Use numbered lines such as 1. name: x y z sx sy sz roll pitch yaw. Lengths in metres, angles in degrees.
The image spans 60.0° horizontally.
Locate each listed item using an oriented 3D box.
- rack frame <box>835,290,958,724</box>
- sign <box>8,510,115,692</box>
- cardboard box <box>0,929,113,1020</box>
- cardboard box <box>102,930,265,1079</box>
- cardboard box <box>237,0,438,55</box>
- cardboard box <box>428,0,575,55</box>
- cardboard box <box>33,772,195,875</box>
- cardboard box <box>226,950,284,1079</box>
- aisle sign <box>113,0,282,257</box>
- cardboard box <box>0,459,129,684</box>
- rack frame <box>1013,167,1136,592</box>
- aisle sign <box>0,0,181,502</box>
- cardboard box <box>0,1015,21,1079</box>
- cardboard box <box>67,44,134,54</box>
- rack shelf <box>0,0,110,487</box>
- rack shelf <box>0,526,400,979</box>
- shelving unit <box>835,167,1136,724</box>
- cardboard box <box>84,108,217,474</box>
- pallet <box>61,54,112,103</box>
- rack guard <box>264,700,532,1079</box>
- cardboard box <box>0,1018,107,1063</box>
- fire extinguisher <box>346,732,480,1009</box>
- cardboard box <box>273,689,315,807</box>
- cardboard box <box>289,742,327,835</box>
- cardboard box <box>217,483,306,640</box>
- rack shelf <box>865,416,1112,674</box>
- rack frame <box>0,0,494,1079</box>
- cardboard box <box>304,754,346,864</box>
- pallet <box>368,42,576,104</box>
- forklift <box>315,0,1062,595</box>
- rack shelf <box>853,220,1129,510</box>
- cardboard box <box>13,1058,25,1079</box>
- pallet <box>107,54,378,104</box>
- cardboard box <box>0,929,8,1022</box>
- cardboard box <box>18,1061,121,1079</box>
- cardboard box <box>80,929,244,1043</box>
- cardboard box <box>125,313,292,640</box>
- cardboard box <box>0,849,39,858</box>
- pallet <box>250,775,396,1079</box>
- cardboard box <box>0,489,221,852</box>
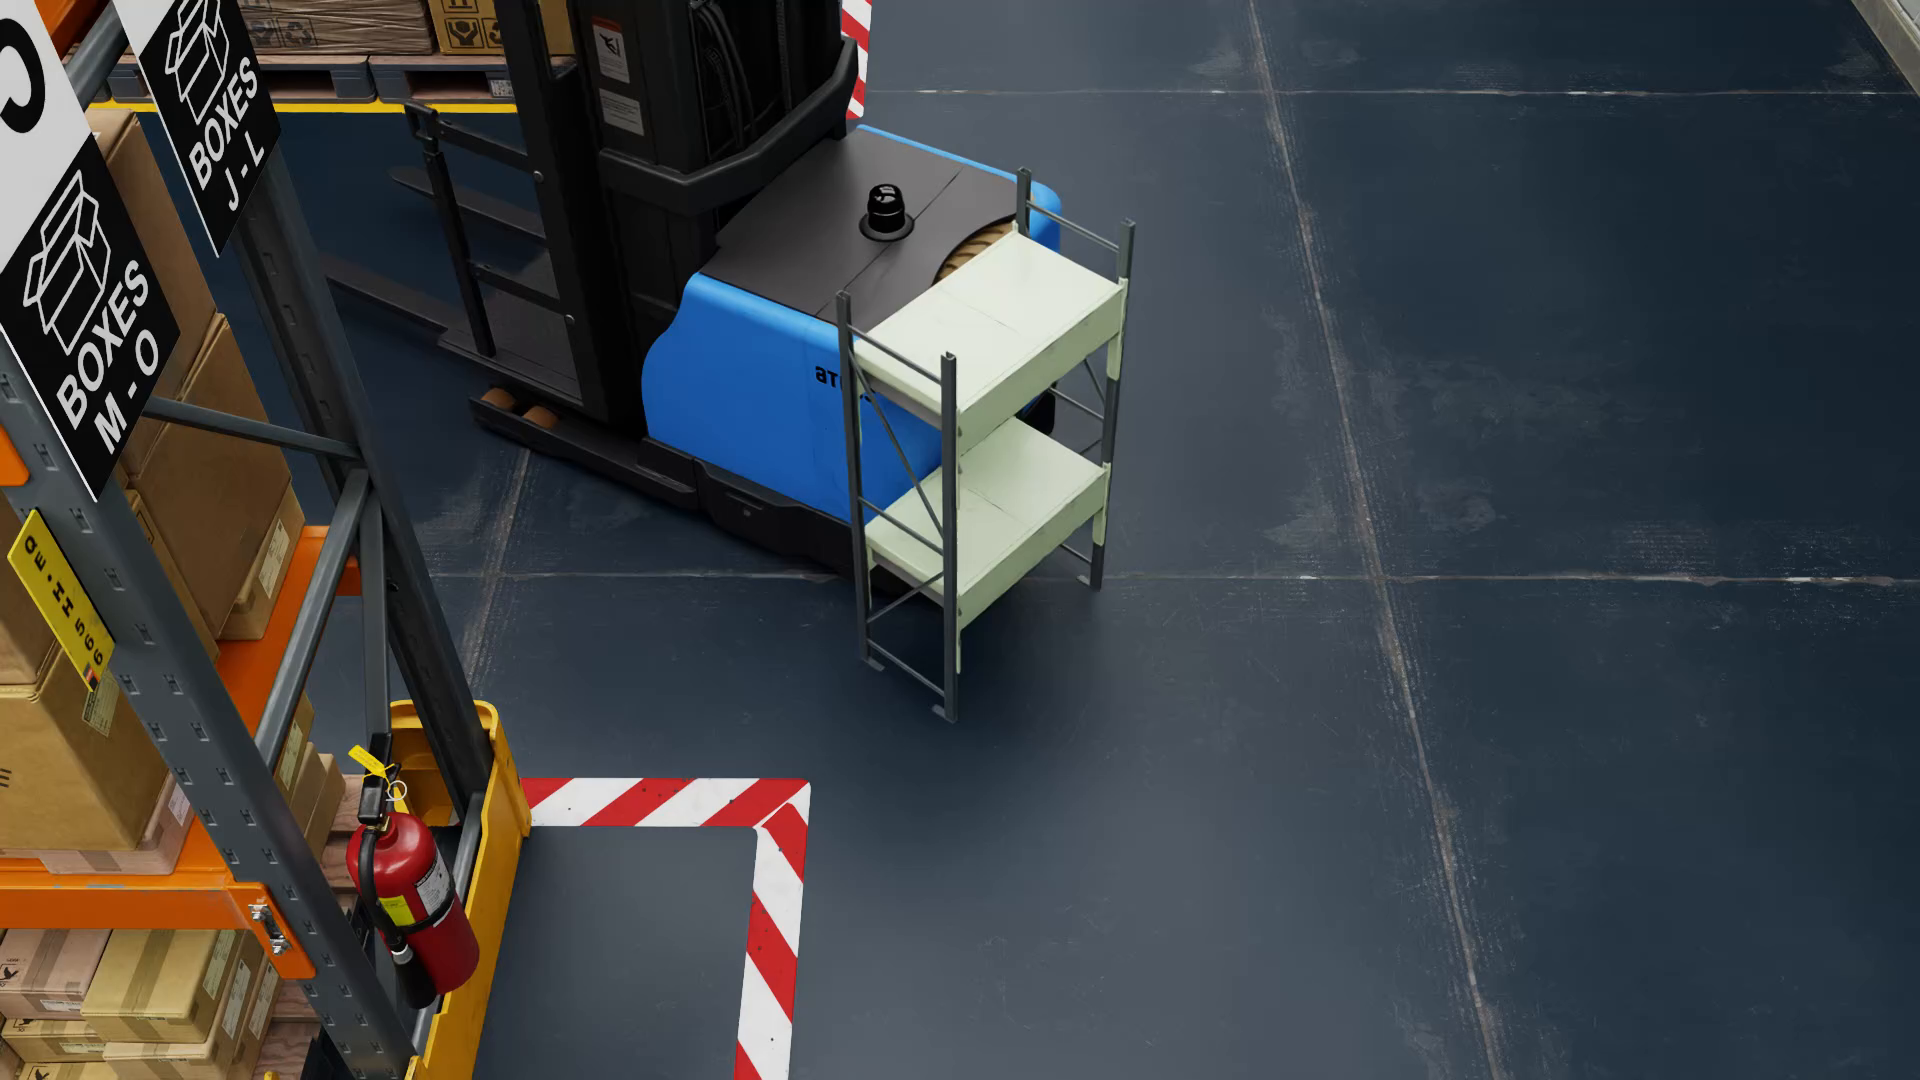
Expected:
1. rack frame: -0.165 -0.035 4.758 0.400 1.500 0.023 33 55 27
2. sign: -1.401 0.100 2.601 0.005 0.325 0.100 0 47 0
3. cardboard box: -2.160 0.963 4.059 0.250 0.149 0.380 1 47 1
4. cardboard box: -1.908 1.130 4.106 0.250 0.149 0.380 -1 47 -1
5. cardboard box: -2.809 -2.799 7.471 0.875 0.875 0.875 0 47 0
6. cardboard box: -1.899 -2.797 7.469 0.875 0.875 0.875 0 47 0
7. cardboard box: -1.706 0.487 3.419 0.250 0.149 0.380 0 47 0
8. cardboard box: -1.906 1.175 4.268 0.250 0.149 0.380 1 47 1
9. aisle sign: -1.305 -0.909 2.771 0.004 0.787 0.394 0 47 0
10. cardboard box: -1.837 -0.100 2.839 0.500 0.500 0.500 -1 47 -1
11. rack frame: 0.318 -0.438 5.133 0.400 1.500 0.023 33 55 27
12. aisle sign: -1.307 -0.470 2.362 0.004 0.787 0.394 0 47 0
13. cardboard box: -2.427 1.130 4.107 0.250 0.149 0.380 -2 47 -1
14. cardboard box: -3.699 -2.802 7.473 0.875 0.875 0.875 0 47 0
15. rack shelf: -3.379 -0.587 2.689 4.000 0.370 1.077 0 47 0
16. rack shelf: -3.379 0.435 3.787 4.000 0.370 1.077 0 47 0
17. shelving unit: 0.076 -0.236 4.945 0.431 1.500 0.755 33 55 27
18. cardboard box: -1.827 -0.476 3.189 0.500 0.500 0.500 0 47 0
19. pallet: -4.499 -2.436 7.873 1.213 0.211 1.003 0 47 0
20. rack guard: -1.455 1.047 4.434 0.348 0.500 1.175 0 47 0
21. cardboard box: -2.169 1.090 4.144 0.250 0.149 0.380 -1 47 -1
22. fire extinguisher: -1.129 0.688 3.368 0.183 0.674 0.296 0 47 0
23. cardboard box: -1.901 0.571 4.423 0.250 0.149 0.380 -2 47 -2
24. cardboard box: -1.902 0.733 4.476 0.250 0.149 0.380 2 47 2
25. cardboard box: -1.701 0.041 3.835 0.250 0.149 0.380 0 47 0
26. rack shelf: 0.076 -0.014 5.184 0.431 0.370 0.720 33 55 27
27. rack frame: -1.379 0.196 3.519 0.127 3.000 1.000 0 47 0
28. cardboard box: -1.901 0.788 4.628 0.250 0.149 0.380 1 47 1
29. pallet: -2.059 -2.429 7.867 1.213 0.211 1.003 0 47 0
30. forklift: -1.192 -1.629 5.264 3.031 2.935 1.130 23 51 20
31. rack shelf: 0.076 -0.502 4.660 0.431 0.370 0.720 33 55 27
32. cardboard box: -2.427 1.185 4.259 0.250 0.149 0.380 0 47 0
33. pallet: -3.276 -2.435 7.872 1.213 0.211 1.003 0 47 0
34. cardboard box: -2.420 1.055 3.973 0.250 0.149 0.380 -1 47 -1
35. cardboard box: -2.163 1.249 4.199 0.250 0.149 0.380 1 47 1
36. cardboard box: -1.909 1.005 4.019 0.250 0.149 0.380 1 47 1
37. cardboard box: -1.827 -0.143 3.562 0.500 0.500 0.500 2 47 2
38. cardboard box: -1.954 0.459 3.445 0.250 0.149 0.380 0 47 0
39. pallet: -2.267 1.117 4.566 1.213 0.211 1.003 0 47 0
40. cardboard box: -1.829 0.247 3.199 0.500 0.500 0.500 1 47 1
